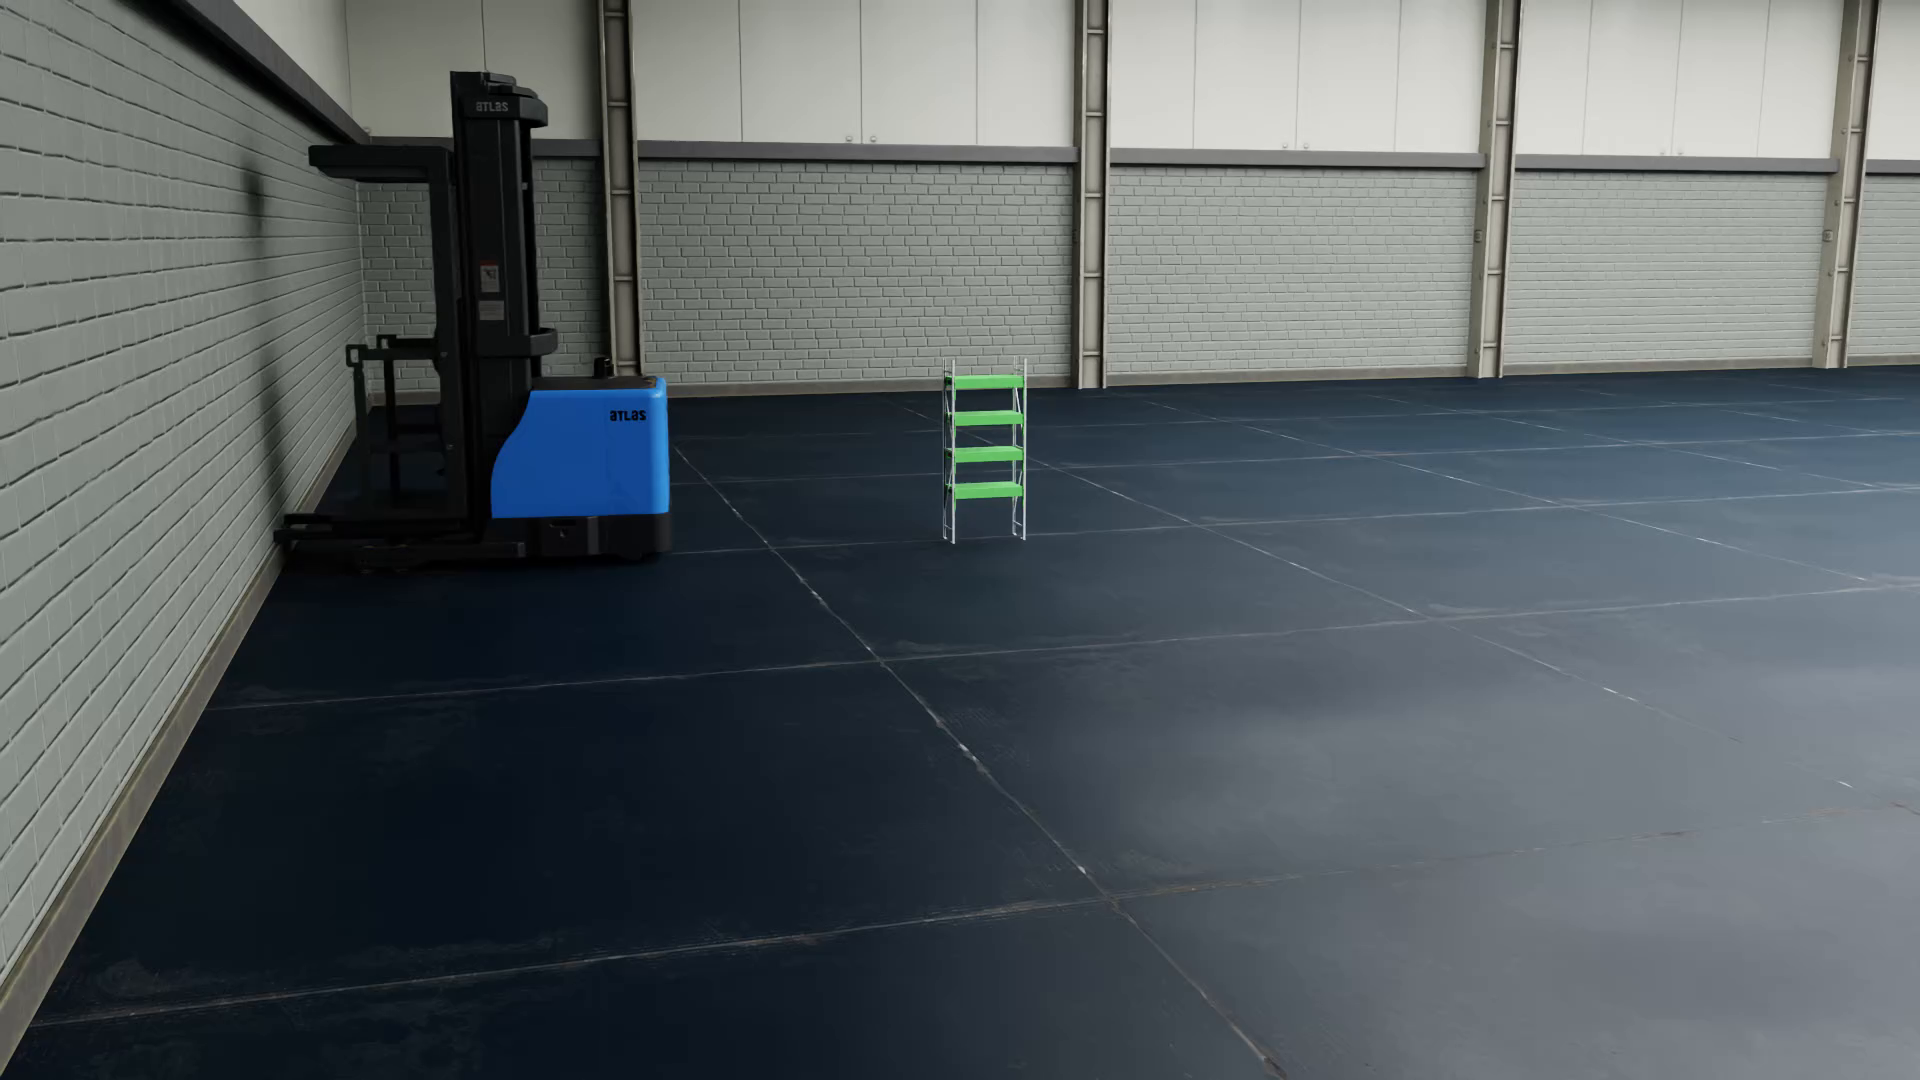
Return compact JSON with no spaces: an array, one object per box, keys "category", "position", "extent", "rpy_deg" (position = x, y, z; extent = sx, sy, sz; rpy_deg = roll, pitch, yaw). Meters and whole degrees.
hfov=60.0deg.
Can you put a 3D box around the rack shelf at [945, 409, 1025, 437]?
[{"category":"rack shelf","position":[0.159,-0.772,10.951],"extent":[0.480,0.148,0.258],"rpy_deg":[-3,11,-16]}]

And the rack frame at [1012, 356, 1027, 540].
[{"category":"rack frame","position":[0.393,-0.611,11.050],"extent":[0.015,1.200,0.240],"rpy_deg":[-3,11,-16]}]

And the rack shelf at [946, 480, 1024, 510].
[{"category":"rack shelf","position":[0.159,-0.300,11.038],"extent":[0.480,0.148,0.258],"rpy_deg":[-3,11,-16]}]

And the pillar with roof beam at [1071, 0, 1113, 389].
[{"category":"pillar with roof beam","position":[2.903,-5.697,17.136],"extent":[0.400,9.000,9.100],"rpy_deg":[-3,11,-16]}]

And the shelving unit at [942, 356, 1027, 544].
[{"category":"shelving unit","position":[0.159,-0.598,10.983],"extent":[0.503,1.200,0.258],"rpy_deg":[-3,11,-16]}]

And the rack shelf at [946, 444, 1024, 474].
[{"category":"rack shelf","position":[0.159,-0.536,10.995],"extent":[0.480,0.148,0.258],"rpy_deg":[-3,11,-16]}]

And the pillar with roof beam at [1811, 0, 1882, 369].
[{"category":"pillar with roof beam","position":[14.424,-6.304,20.435],"extent":[0.400,9.000,9.100],"rpy_deg":[-3,11,-16]}]

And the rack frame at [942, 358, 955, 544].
[{"category":"rack frame","position":[-0.075,-0.586,10.916],"extent":[0.015,1.200,0.240],"rpy_deg":[-3,11,-16]}]

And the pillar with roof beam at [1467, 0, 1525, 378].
[{"category":"pillar with roof beam","position":[8.664,-6.000,18.786],"extent":[0.400,9.000,9.100],"rpy_deg":[-3,11,-16]}]

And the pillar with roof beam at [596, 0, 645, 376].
[{"category":"pillar with roof beam","position":[-2.858,-5.393,15.487],"extent":[0.400,9.000,9.100],"rpy_deg":[-3,11,-16]}]

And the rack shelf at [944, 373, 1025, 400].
[{"category":"rack shelf","position":[0.159,-1.008,10.908],"extent":[0.480,0.148,0.258],"rpy_deg":[-3,11,-16]}]

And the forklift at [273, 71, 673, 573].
[{"category":"forklift","position":[-3.355,-1.345,10.256],"extent":[3.031,2.935,1.130],"rpy_deg":[-2,11,-9]}]
